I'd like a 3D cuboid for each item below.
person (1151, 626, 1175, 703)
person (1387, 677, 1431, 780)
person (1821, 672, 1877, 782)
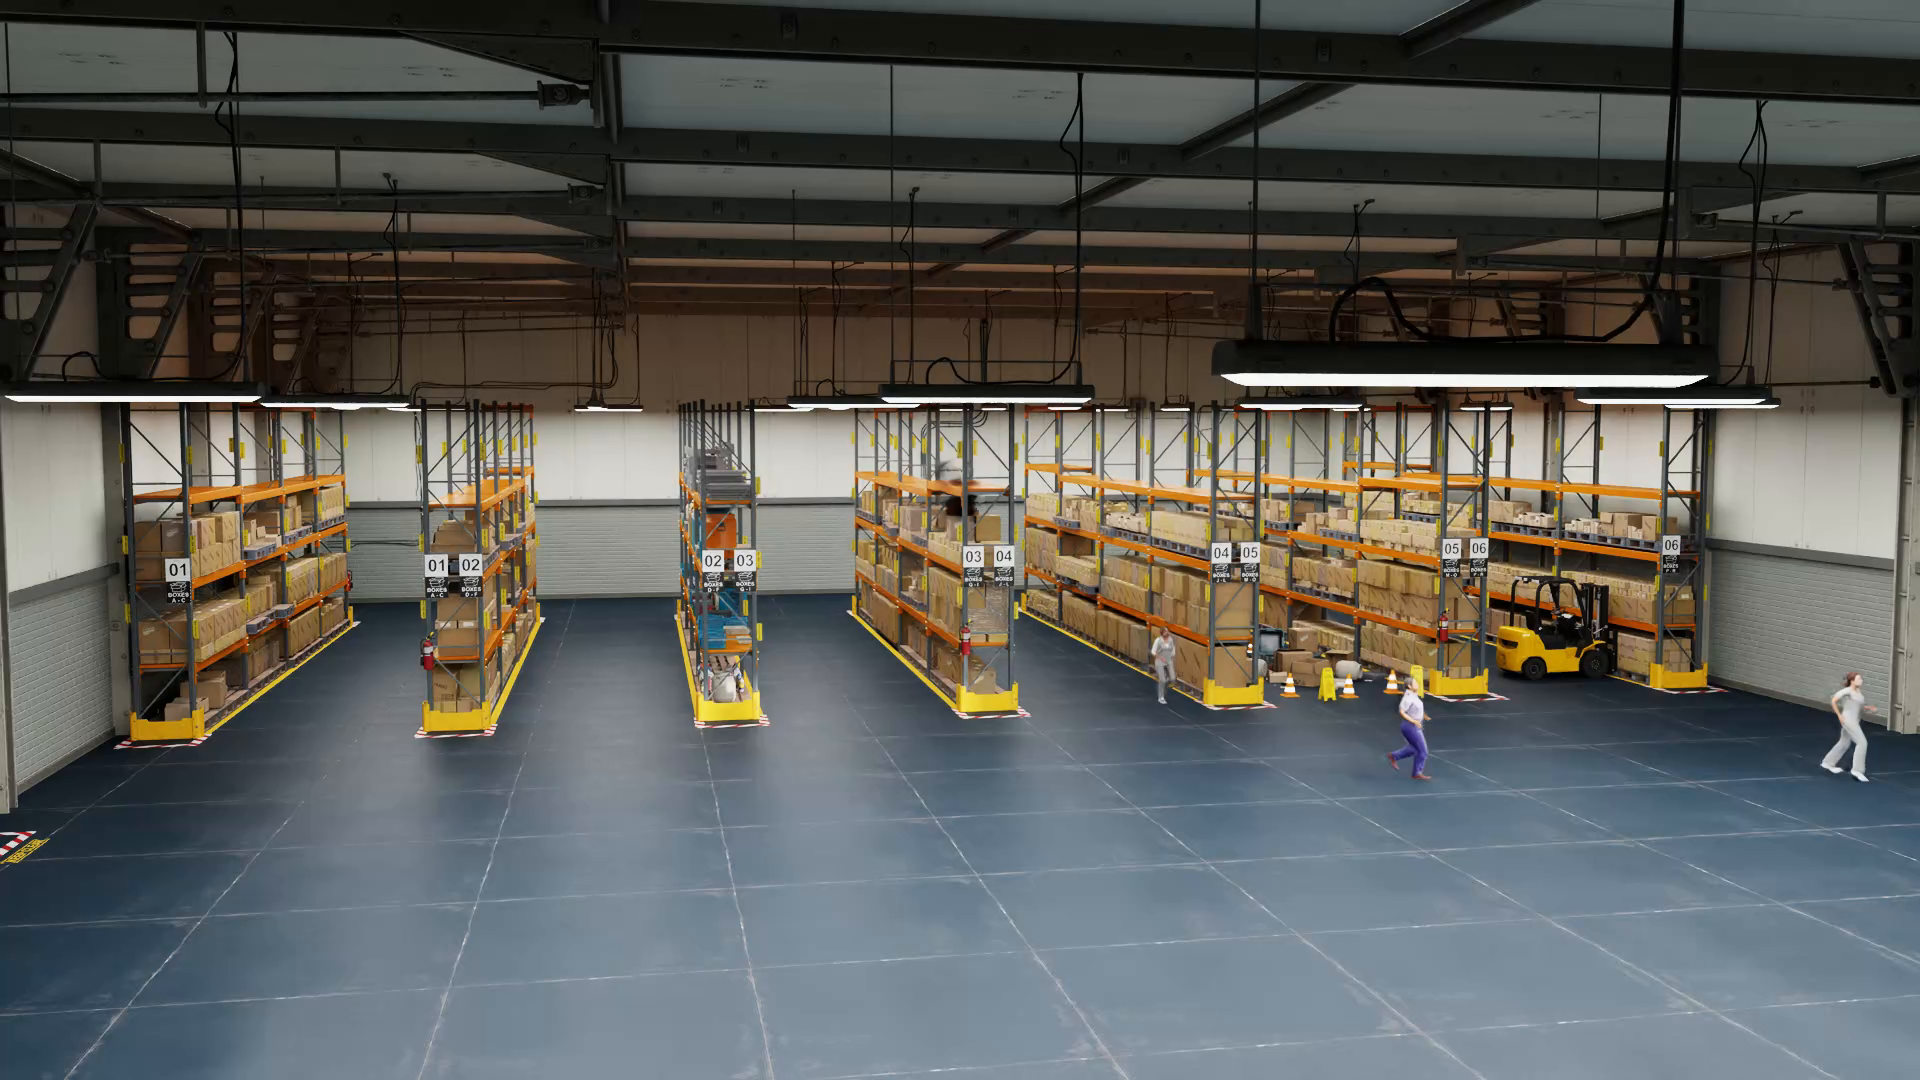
[{"bbox_3d":[4.065,2.472,32.971,0.553,1.555,0.549,-1,5,-19],"label":"person"},{"bbox_3d":[7.075,2.951,26.140,0.659,1.599,0.613,2,5,22],"label":"person"},{"bbox_3d":[14.012,2.919,26.214,0.764,1.724,0.553,4,6,41],"label":"person"}]
